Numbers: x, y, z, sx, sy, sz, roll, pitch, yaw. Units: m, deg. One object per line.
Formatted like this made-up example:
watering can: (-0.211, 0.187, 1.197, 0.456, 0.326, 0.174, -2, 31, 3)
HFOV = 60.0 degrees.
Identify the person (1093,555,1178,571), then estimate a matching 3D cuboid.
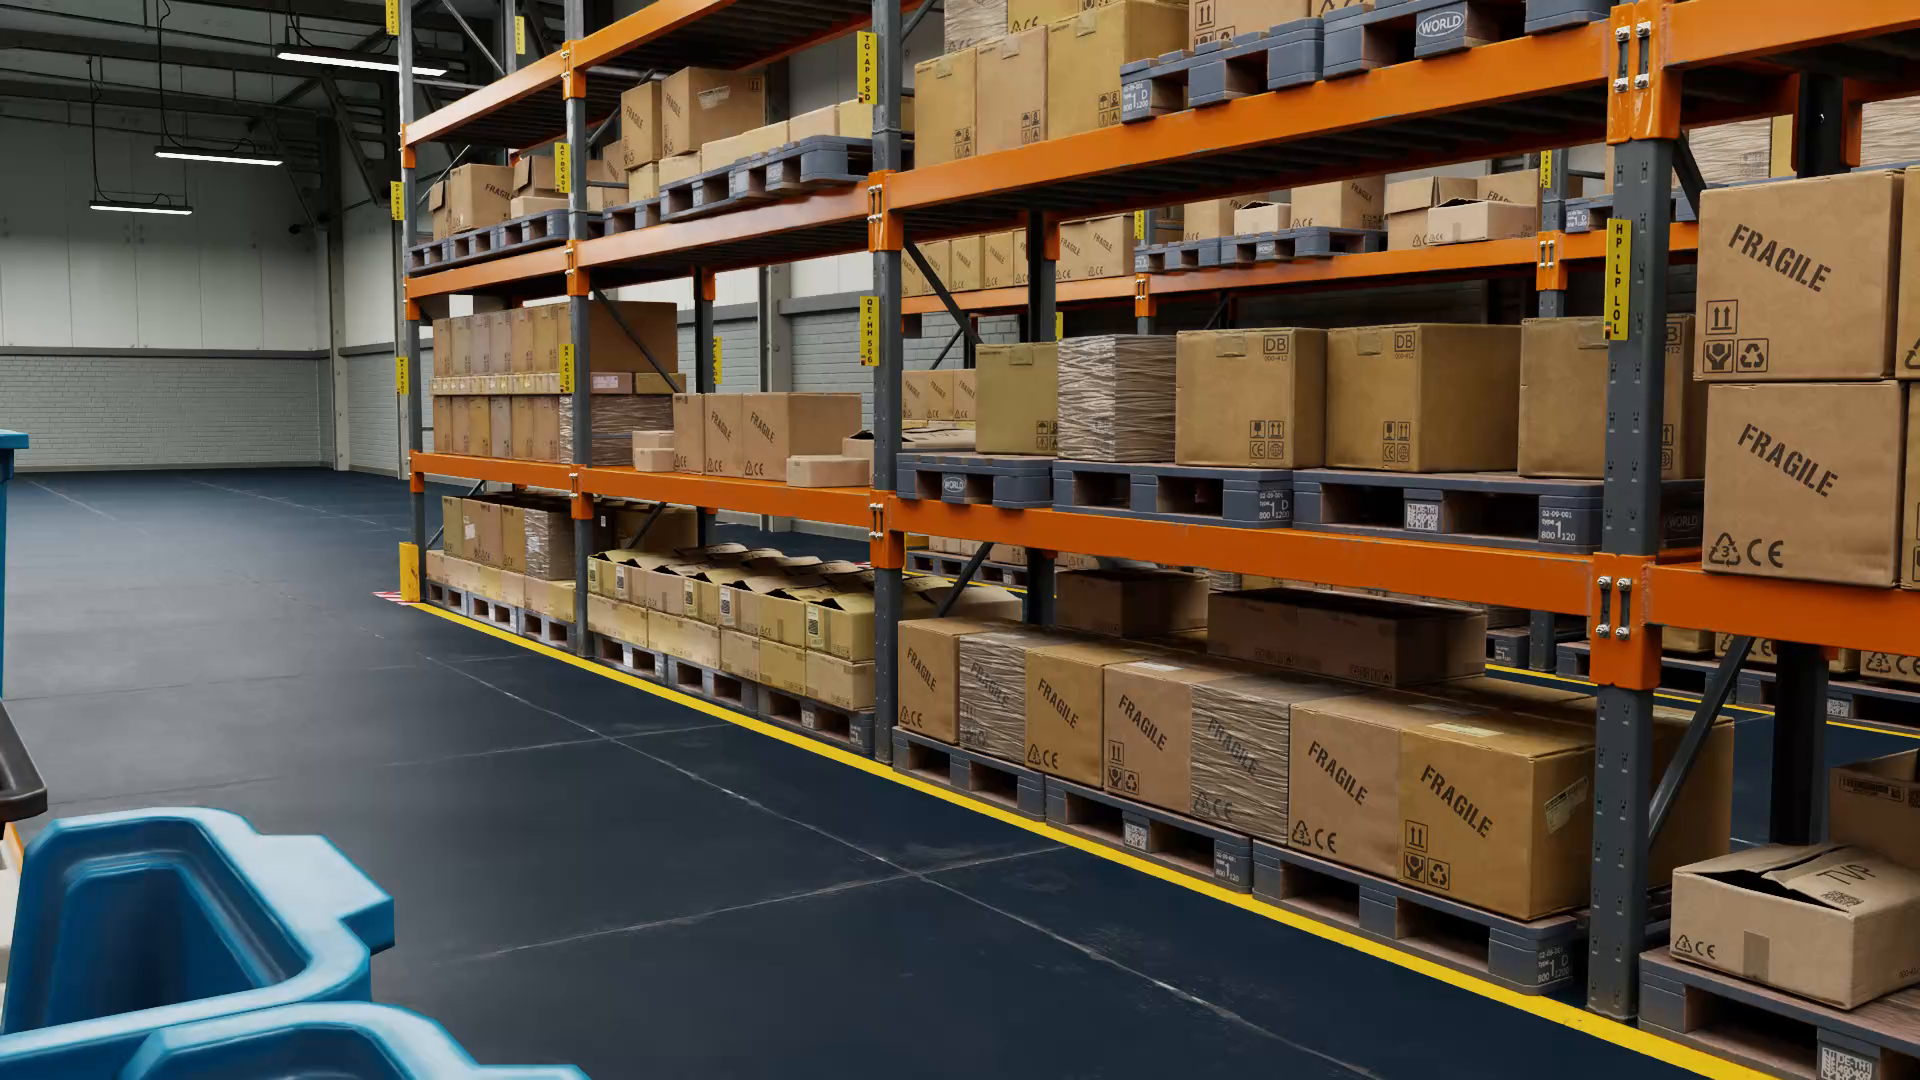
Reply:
person: (1.349, 0.214, 12.368, 0.951, 1.025, 0.492, -3, 6, -36)
